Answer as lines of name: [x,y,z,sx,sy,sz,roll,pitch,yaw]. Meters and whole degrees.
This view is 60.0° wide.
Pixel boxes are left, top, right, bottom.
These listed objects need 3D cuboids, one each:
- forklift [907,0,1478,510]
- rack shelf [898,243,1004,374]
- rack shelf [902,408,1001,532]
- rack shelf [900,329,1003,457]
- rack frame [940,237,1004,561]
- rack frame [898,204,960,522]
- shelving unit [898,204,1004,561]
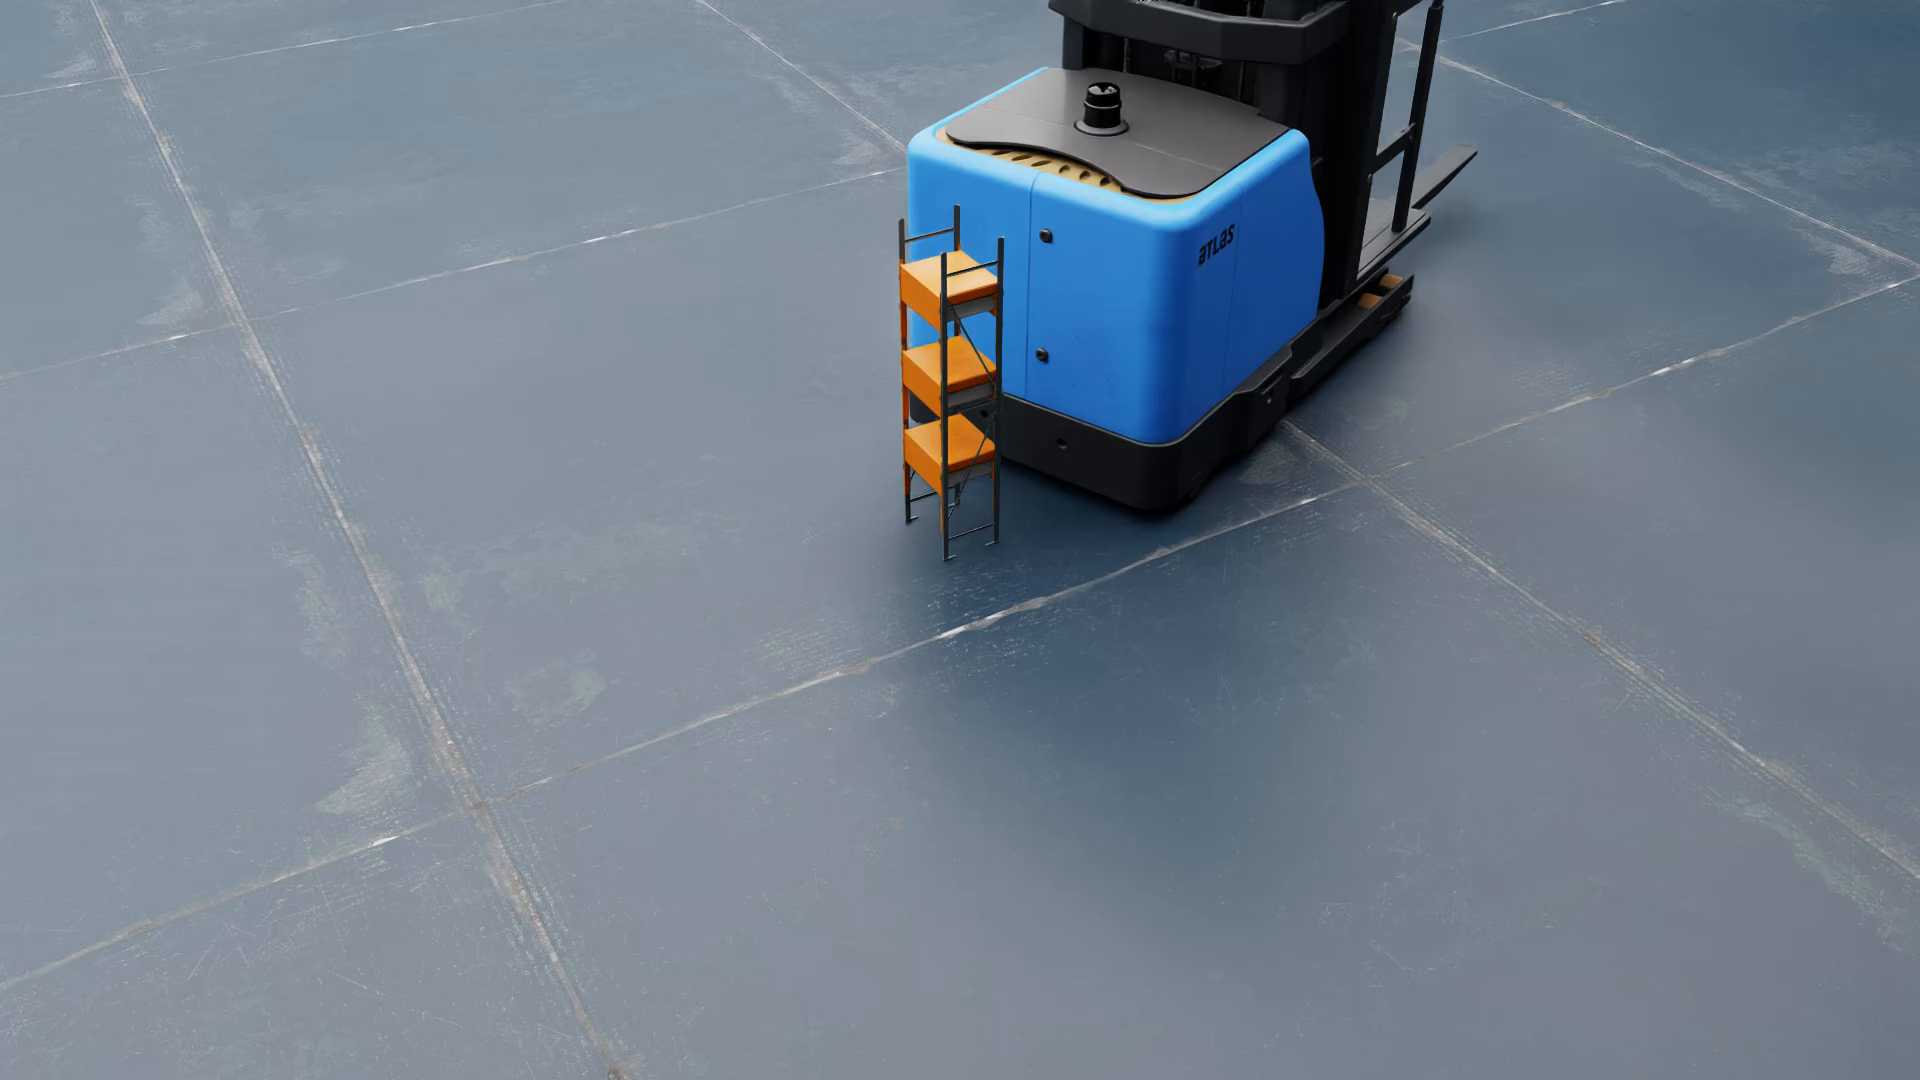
forklift: [1.089,-2.100,5.640,1.130,2.935,3.031,23,42,28]
rack shelf: [-0.027,-0.672,4.817,0.215,0.259,0.240,-19,40,-24]
rack shelf: [-0.027,-0.218,5.148,0.215,0.259,0.240,-19,40,-24]
rack shelf: [-0.027,-0.443,4.984,0.215,0.259,0.240,-19,40,-24]
rack frame: [0.034,-0.389,4.893,0.200,1.050,0.008,-19,40,-24]
rack frame: [-0.088,-0.513,5.063,0.200,1.050,0.008,-19,40,-24]
shelving unit: [-0.027,-0.451,4.978,0.215,1.050,0.252,-19,40,-24]
